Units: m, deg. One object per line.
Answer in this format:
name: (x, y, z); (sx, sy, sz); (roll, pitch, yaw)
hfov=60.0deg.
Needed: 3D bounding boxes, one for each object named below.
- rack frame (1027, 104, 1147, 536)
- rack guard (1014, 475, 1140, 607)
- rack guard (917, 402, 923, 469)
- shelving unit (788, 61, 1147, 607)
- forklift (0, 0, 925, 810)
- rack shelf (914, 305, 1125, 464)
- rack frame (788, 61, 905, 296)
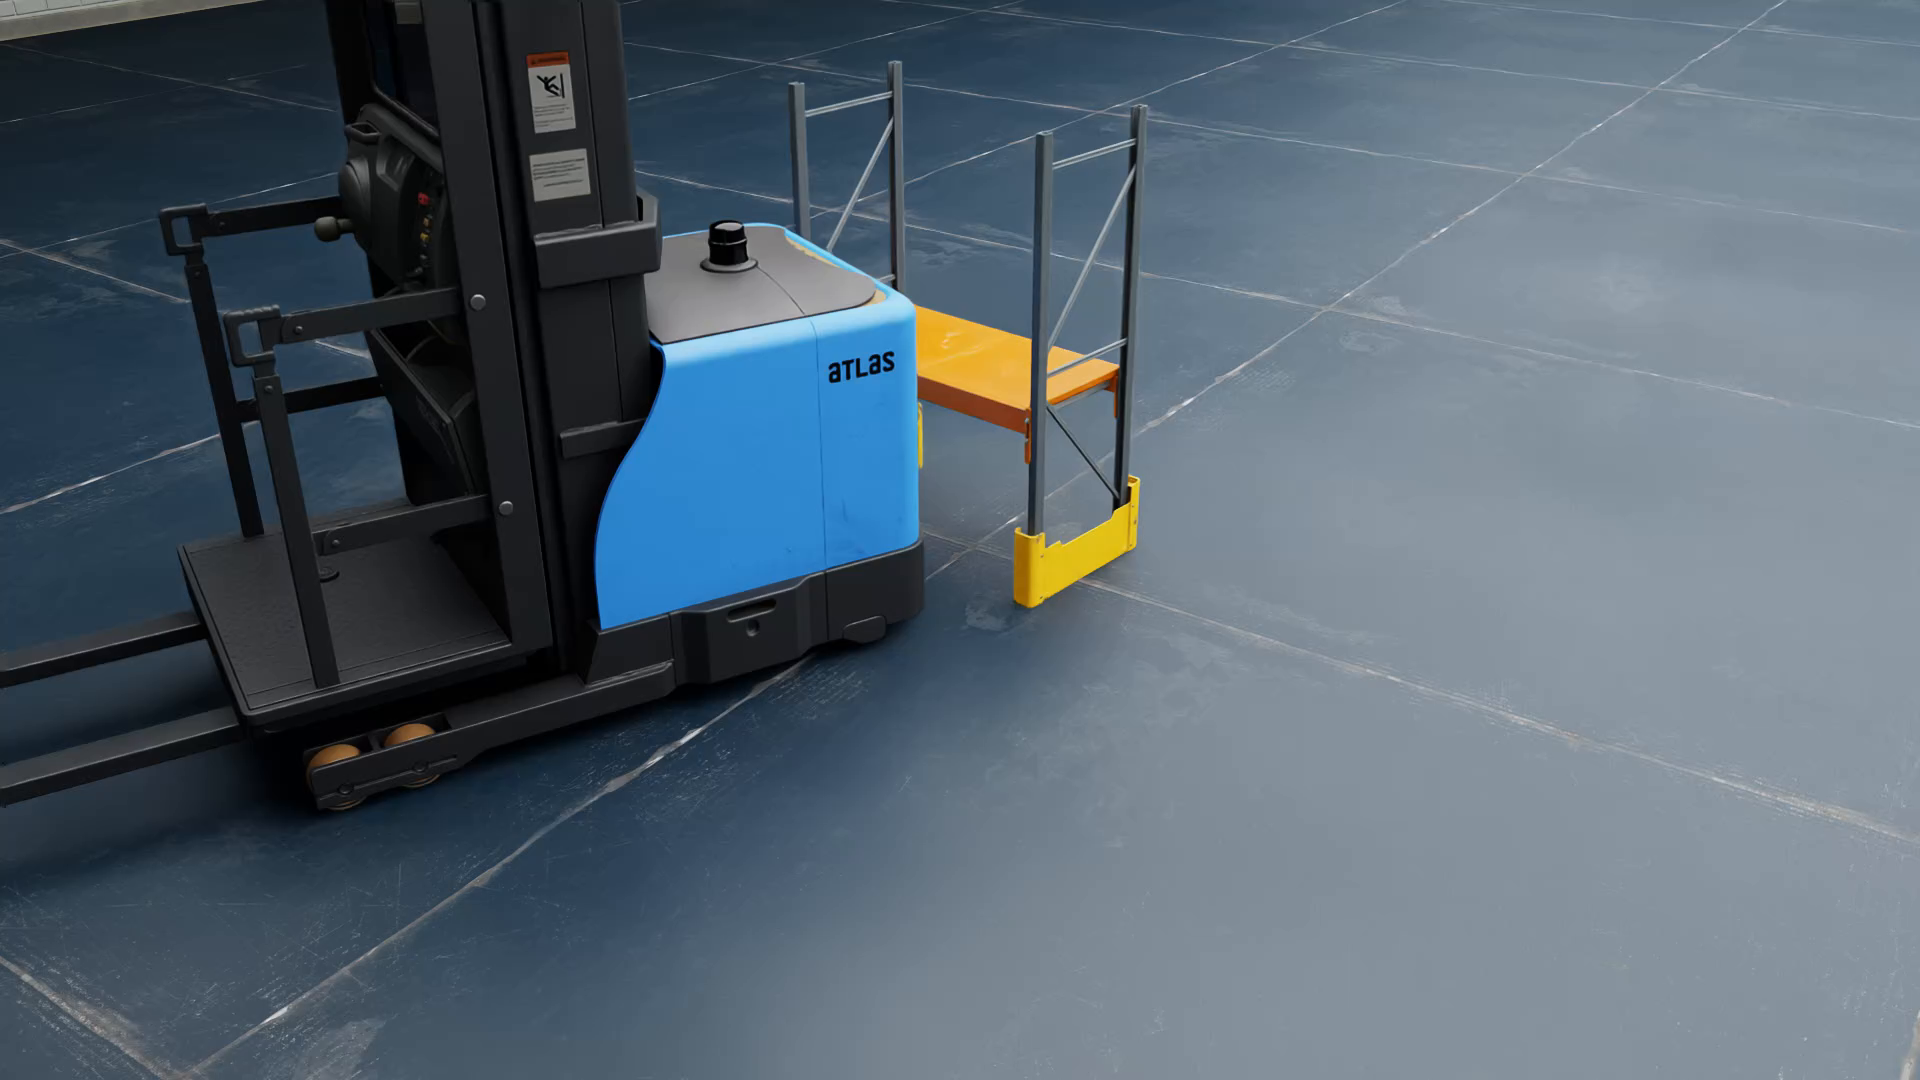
rack frame: (0.390, -0.562, 5.201); (0.032, 1.500, 0.500); (22, 34, 36)
rack guard: (0.389, -0.006, 5.485); (0.087, 0.250, 0.587); (22, 34, 36)
rack guard: (-0.358, -0.304, 6.072); (0.087, 0.250, 0.587); (22, 34, 36)
shelving unit: (0.016, -0.712, 5.495); (1.083, 1.500, 0.587); (22, 34, 36)
forklift: (-1.639, -0.873, 4.234); (3.031, 2.935, 1.130); (-15, 31, -27)
rack shelf: (0.009, -0.554, 5.582); (1.000, 0.185, 0.538); (22, 34, 36)
rack frame: (-0.373, -0.867, 5.800); (0.032, 1.500, 0.500); (22, 34, 36)
